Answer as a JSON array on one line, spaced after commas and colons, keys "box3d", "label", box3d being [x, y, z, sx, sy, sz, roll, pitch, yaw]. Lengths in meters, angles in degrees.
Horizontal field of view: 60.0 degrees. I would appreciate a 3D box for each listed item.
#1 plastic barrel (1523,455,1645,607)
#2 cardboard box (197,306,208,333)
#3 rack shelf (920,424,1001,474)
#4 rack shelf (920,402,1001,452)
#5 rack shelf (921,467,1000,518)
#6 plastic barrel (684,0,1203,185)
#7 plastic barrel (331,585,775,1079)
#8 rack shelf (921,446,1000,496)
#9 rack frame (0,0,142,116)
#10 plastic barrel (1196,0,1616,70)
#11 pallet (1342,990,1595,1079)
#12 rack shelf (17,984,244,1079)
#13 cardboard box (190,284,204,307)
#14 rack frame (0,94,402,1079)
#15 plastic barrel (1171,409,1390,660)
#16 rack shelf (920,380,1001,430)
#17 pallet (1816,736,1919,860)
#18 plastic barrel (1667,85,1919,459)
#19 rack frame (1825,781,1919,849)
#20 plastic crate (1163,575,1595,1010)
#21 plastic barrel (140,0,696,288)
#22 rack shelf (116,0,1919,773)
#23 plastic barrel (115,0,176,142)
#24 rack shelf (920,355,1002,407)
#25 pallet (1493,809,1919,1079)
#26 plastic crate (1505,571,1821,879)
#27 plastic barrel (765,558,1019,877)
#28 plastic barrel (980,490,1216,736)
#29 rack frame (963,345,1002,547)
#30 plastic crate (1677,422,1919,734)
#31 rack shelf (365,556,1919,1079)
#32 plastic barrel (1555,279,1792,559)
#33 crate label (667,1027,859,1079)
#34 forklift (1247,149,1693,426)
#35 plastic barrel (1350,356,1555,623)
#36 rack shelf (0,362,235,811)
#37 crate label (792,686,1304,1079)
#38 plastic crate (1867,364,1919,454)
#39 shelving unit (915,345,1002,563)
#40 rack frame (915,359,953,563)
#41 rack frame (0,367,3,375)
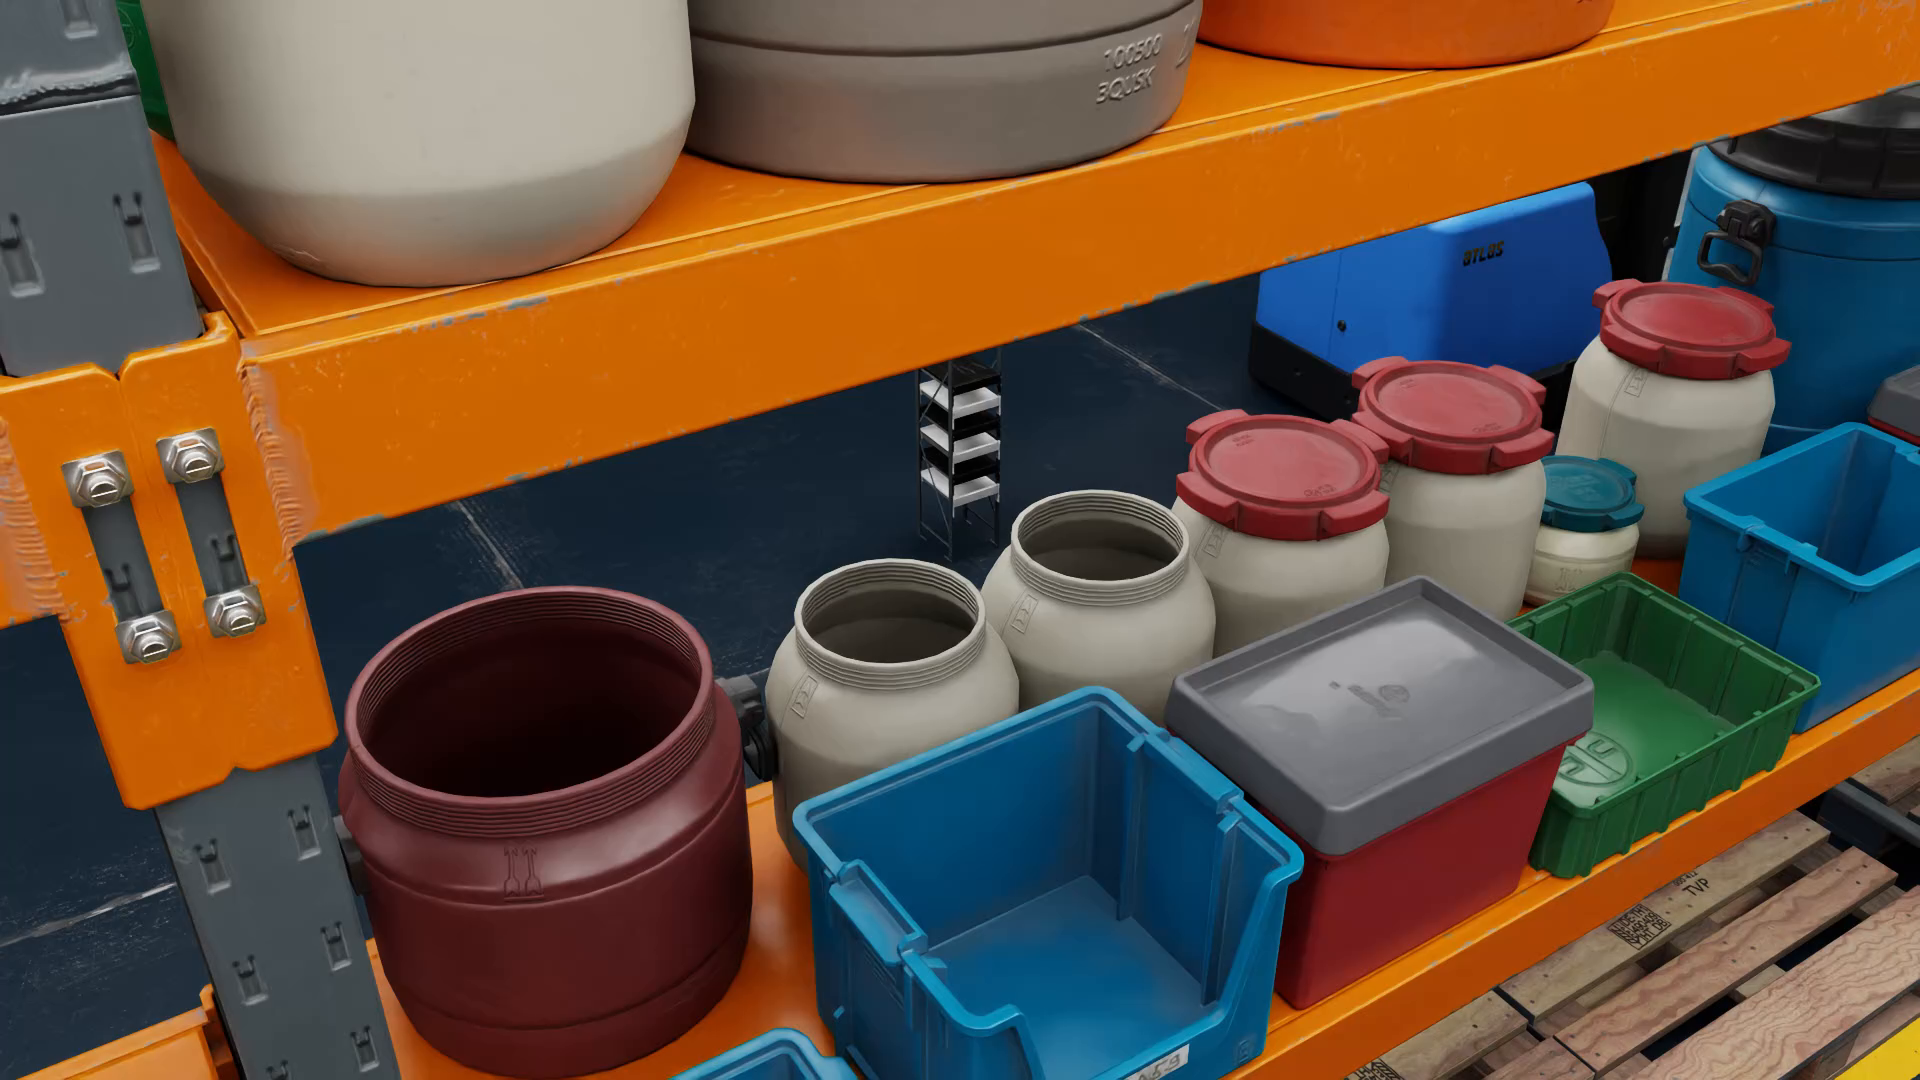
[{"box3d": [1.306, -0.014, 3.590, 0.301, 0.262, 0.301, 0, 32, 0], "label": "plastic barrel"}, {"box3d": [-2.992, -0.782, 6.609, 0.500, 0.500, 0.700, -21, 38, -30], "label": "cardboard box"}, {"box3d": [-0.007, -0.350, 6.024, 0.200, 0.077, 0.258, -19, 37, -27], "label": "rack shelf"}, {"box3d": [-0.007, -0.426, 5.976, 0.200, 0.077, 0.258, -19, 37, -27], "label": "rack shelf"}, {"box3d": [-0.007, -0.198, 6.120, 0.200, 0.077, 0.258, -19, 37, -27], "label": "rack shelf"}, {"box3d": [-0.053, -0.851, 1.506, 0.600, 0.901, 0.600, 0, 32, 0], "label": "plastic barrel"}, {"box3d": [-0.635, 0.443, 2.609, 0.708, 0.536, 0.600, -19, 37, -27], "label": "plastic barrel"}, {"box3d": [-0.007, -0.274, 6.072, 0.200, 0.077, 0.258, -19, 37, -27], "label": "rack shelf"}, {"box3d": [-0.861, -1.767, 0.617, 0.127, 3.000, 1.000, -19, 37, -27], "label": "rack frame"}, {"box3d": [0.497, -1.009, 1.825, 0.708, 0.830, 0.600, -19, 37, -27], "label": "plastic barrel"}, {"box3d": [0.836, 1.392, 3.845, 1.213, 0.211, 1.003, -19, 37, -27], "label": "pallet"}, {"box3d": [-2.542, 1.653, 1.493, 4.000, 0.370, 1.077, -19, 37, -27], "label": "rack shelf"}, {"box3d": [-2.998, -1.104, 6.417, 0.500, 0.250, 0.500, -17, 36, -25], "label": "cardboard box"}, {"box3d": [-0.861, 0.770, 2.218, 0.127, 3.000, 1.000, -19, 37, -27], "label": "rack frame"}, {"box3d": [0.598, 0.072, 3.197, 0.433, 0.535, 0.433, 0, 32, 0], "label": "plastic barrel"}, {"box3d": [-0.007, -0.502, 5.928, 0.200, 0.077, 0.258, -19, 37, -27], "label": "rack shelf"}, {"box3d": [3.088, 0.618, 5.073, 1.213, 0.211, 1.003, -19, 37, -27], "label": "pallet"}, {"box3d": [2.012, -0.622, 3.955, 0.708, 0.901, 0.600, -19, 37, -27], "label": "plastic barrel"}, {"box3d": [2.501, -0.386, 4.051, 0.127, 3.000, 1.000, -19, 37, -27], "label": "rack frame"}, {"box3d": [0.663, 0.413, 2.724, 0.583, 0.464, 0.402, -19, 37, -27], "label": "plastic crate"}, {"box3d": [-0.434, -0.498, 1.312, 0.421, 0.512, 0.421, 0, 32, 0], "label": "plastic barrel"}, {"box3d": [0.820, -0.772, 2.526, 4.000, 0.370, 1.077, -19, 37, -27], "label": "rack shelf"}, {"box3d": [-0.681, -0.527, 1.608, 0.294, 0.245, 0.294, 0, 32, 0], "label": "plastic barrel"}, {"box3d": [-0.007, -0.578, 5.880, 0.200, 0.077, 0.258, -19, 37, -27], "label": "rack shelf"}, {"box3d": [1.862, 1.038, 4.407, 1.213, 0.211, 1.003, -19, 37, -27], "label": "pallet"}, {"box3d": [1.190, 0.333, 3.109, 0.662, 0.188, 0.450, -19, 37, -27], "label": "plastic crate"}, {"box3d": [-0.112, 0.330, 2.811, 0.421, 0.512, 0.421, 0, 32, 0], "label": "plastic barrel"}, {"box3d": [0.242, 0.208, 3.004, 0.421, 0.512, 0.421, 0, 32, 0], "label": "plastic barrel"}, {"box3d": [0.079, -0.408, 6.053, 0.006, 0.900, 0.240, -19, 37, -27], "label": "rack frame"}, {"box3d": [1.742, 0.079, 3.328, 0.575, 0.384, 0.392, -19, 37, -27], "label": "plastic crate"}, {"box3d": [0.820, 0.496, 3.326, 4.000, 0.370, 1.077, -19, 37, -27], "label": "rack shelf"}, {"box3d": [1.578, -0.265, 3.732, 0.433, 0.535, 0.433, 0, 32, 0], "label": "plastic barrel"}, {"box3d": [-0.304, 0.887, 2.189, 0.416, 0.233, 0.303, -19, 37, -27], "label": "crate label"}, {"box3d": [2.784, -2.128, 6.877, 3.031, 2.935, 1.130, -18, 37, -26], "label": "forklift"}, {"box3d": [0.962, -0.053, 3.396, 0.433, 0.535, 0.433, 0, 32, 0], "label": "plastic barrel"}, {"box3d": [-2.542, 0.384, 0.693, 4.000, 0.370, 1.077, -19, 37, -27], "label": "rack shelf"}, {"box3d": [0.121, 0.589, 2.471, 0.616, 0.435, 0.502, -19, 37, -27], "label": "crate label"}, {"box3d": [2.260, -0.136, 3.594, 0.583, 0.464, 0.402, -19, 37, -27], "label": "plastic crate"}, {"box3d": [-0.007, -0.378, 6.006, 0.210, 0.900, 0.258, -19, 37, -27], "label": "shelving unit"}, {"box3d": [-0.092, -0.349, 5.960, 0.006, 0.900, 0.240, -19, 37, -27], "label": "rack frame"}, {"box3d": [-3.544, -1.451, 5.739, 0.127, 3.000, 1.000, -19, 37, -27], "label": "rack frame"}]
